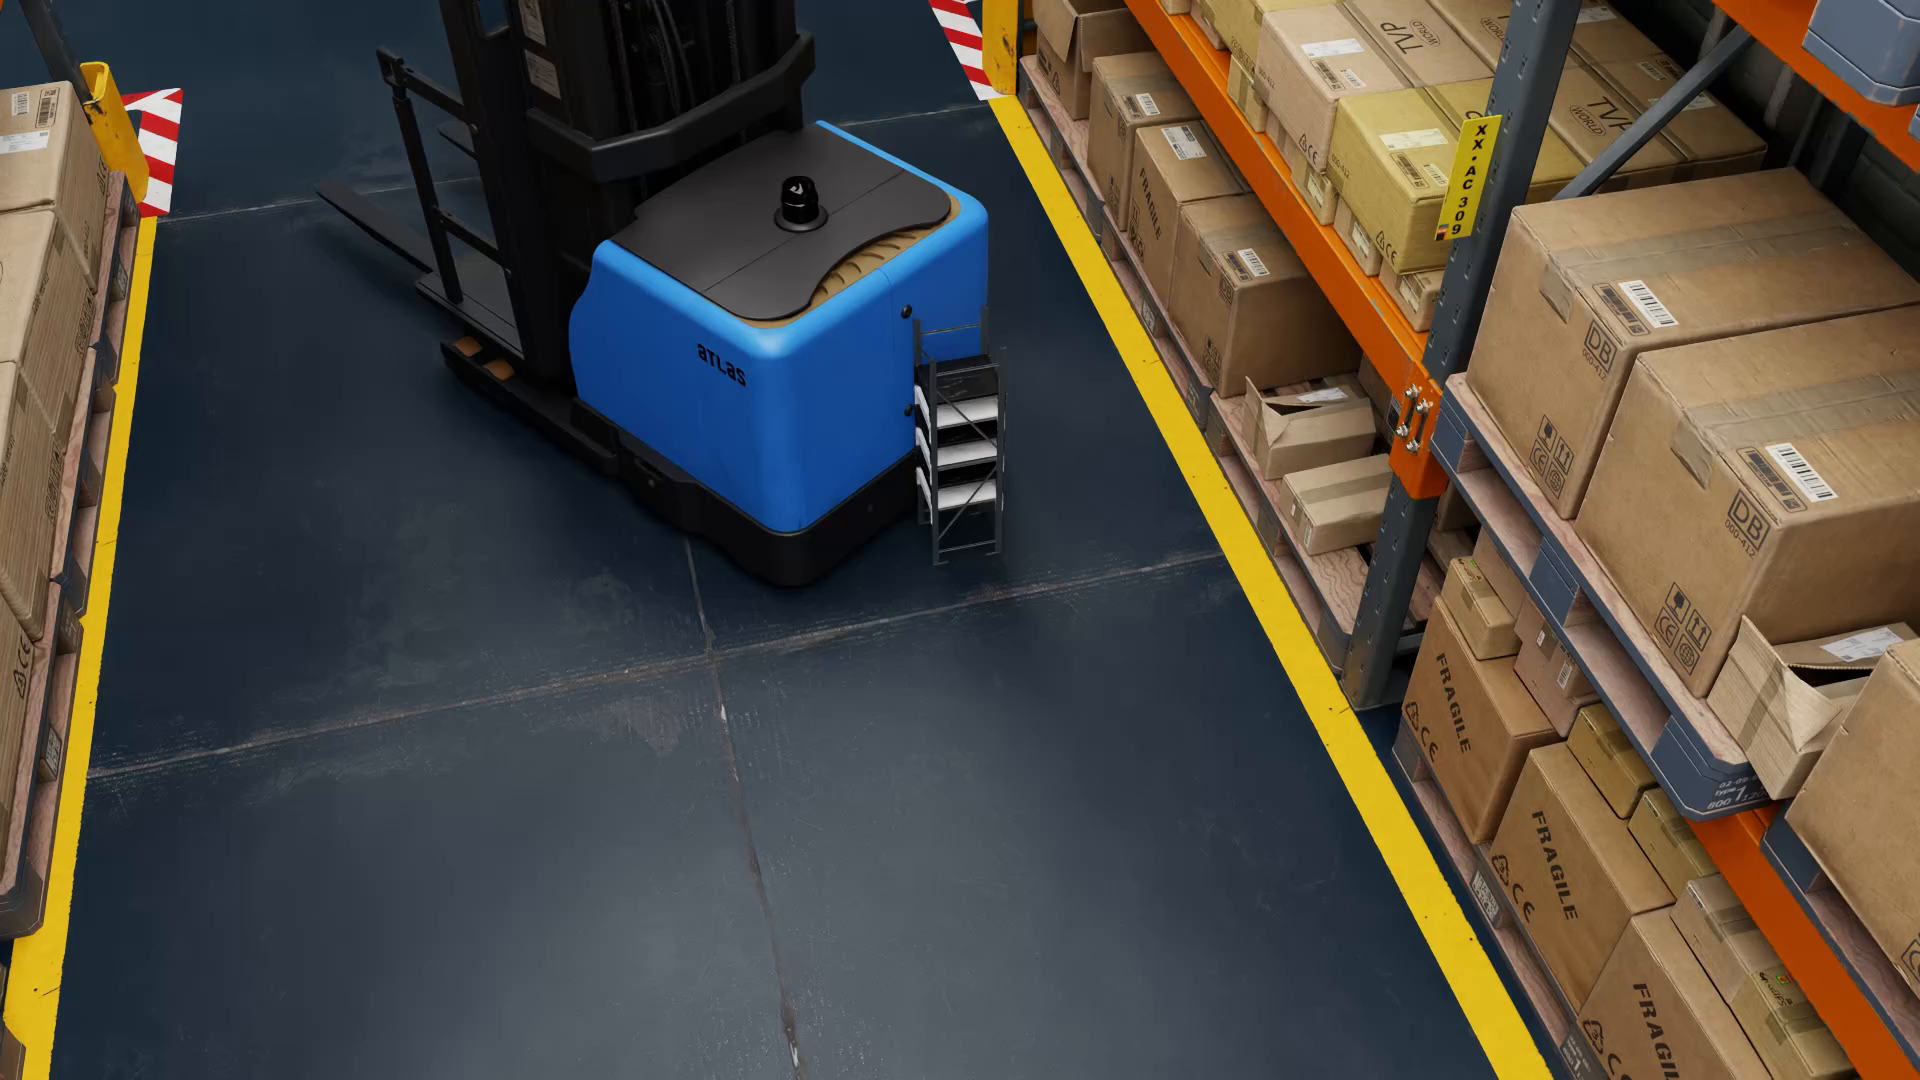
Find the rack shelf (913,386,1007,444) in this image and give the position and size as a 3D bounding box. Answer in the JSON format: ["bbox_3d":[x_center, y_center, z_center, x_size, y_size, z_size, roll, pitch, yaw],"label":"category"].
[{"bbox_3d":[-0.002,-0.423,5.329,0.258,0.077,0.200,-11,47,-10],"label":"rack shelf"}]

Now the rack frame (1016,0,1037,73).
[{"bbox_3d":[0.680,-3.401,6.983,1.000,3.000,0.127,-11,47,-10],"label":"rack frame"}]

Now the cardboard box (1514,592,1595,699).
[{"bbox_3d":[1.652,0.225,4.223,0.380,0.149,0.250,-13,47,-12],"label":"cardboard box"}]

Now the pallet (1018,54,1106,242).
[{"bbox_3d":[0.905,-1.822,7.388,1.003,0.211,1.213,-11,47,-10],"label":"pallet"}]

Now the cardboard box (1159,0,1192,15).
[{"bbox_3d":[0.868,-1.959,5.746,0.380,0.149,0.250,-10,46,-9],"label":"cardboard box"}]

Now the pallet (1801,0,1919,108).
[{"bbox_3d":[1.804,-1.160,2.818,1.213,0.211,1.003,-11,47,-10],"label":"pallet"}]

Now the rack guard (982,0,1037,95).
[{"bbox_3d":[0.700,-2.473,7.824,1.175,0.500,0.348,-11,47,-10],"label":"rack guard"}]

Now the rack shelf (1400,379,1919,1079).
[{"bbox_3d":[2.217,0.993,3.180,1.077,0.370,4.000,-11,47,-10],"label":"rack shelf"}]

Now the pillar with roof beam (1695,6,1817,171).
[{"bbox_3d":[-1.764,-2.597,1.995,9.100,9.000,0.400,-11,47,-10],"label":"pillar with roof beam"}]

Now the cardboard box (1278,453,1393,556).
[{"bbox_3d":[1.278,-0.119,5.469,0.380,0.149,0.250,-12,47,-12],"label":"cardboard box"}]

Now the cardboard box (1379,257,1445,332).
[{"bbox_3d":[1.379,-0.725,4.536,0.380,0.149,0.250,-10,46,-10],"label":"cardboard box"}]

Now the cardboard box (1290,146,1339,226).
[{"bbox_3d":[1.201,-1.076,4.880,0.380,0.149,0.250,-10,46,-9],"label":"cardboard box"}]

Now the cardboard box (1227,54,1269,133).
[{"bbox_3d":[1.068,-1.433,5.230,0.380,0.149,0.250,-11,47,-11],"label":"cardboard box"}]

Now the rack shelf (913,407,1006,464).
[{"bbox_3d":[-0.002,-0.360,5.394,0.258,0.077,0.200,-11,47,-10],"label":"rack shelf"}]

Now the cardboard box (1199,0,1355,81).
[{"bbox_3d":[1.081,-1.688,5.200,0.500,0.250,0.500,-11,47,-11],"label":"cardboard box"}]

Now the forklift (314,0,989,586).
[{"bbox_3d":[-1.325,-1.792,5.454,3.031,2.935,1.130,33,54,28],"label":"forklift"}]

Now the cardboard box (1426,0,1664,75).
[{"bbox_3d":[1.704,-1.427,4.945,0.500,0.250,0.500,-11,47,-11],"label":"cardboard box"}]

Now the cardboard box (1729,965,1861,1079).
[{"bbox_3d":[1.934,1.048,3.625,0.380,0.149,0.250,-9,46,-9],"label":"cardboard box"}]

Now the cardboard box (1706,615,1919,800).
[{"bbox_3d":[1.689,0.290,3.165,0.396,0.266,0.258,-9,46,-8],"label":"cardboard box"}]

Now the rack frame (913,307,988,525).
[{"bbox_3d":[-0.028,-0.391,5.503,0.240,0.900,0.006,-11,47,-10],"label":"rack frame"}]

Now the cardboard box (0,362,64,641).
[{"bbox_3d":[-3.380,-0.050,5.199,0.875,0.438,0.875,-12,47,-11],"label":"cardboard box"}]

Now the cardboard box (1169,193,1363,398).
[{"bbox_3d":[1.192,-0.919,6.007,0.700,0.500,0.500,-12,47,-12],"label":"cardboard box"}]

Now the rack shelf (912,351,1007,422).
[{"bbox_3d":[-0.002,-0.486,5.265,0.258,0.077,0.200,-11,47,-10],"label":"rack shelf"}]

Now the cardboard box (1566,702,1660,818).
[{"bbox_3d":[1.762,0.510,4.152,0.380,0.149,0.250,-13,47,-12],"label":"cardboard box"}]

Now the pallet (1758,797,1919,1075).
[{"bbox_3d":[2.226,0.848,2.953,1.003,0.211,1.213,-11,47,-10],"label":"pallet"}]

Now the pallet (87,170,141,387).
[{"bbox_3d":[-3.836,-0.977,6.560,1.003,0.211,1.213,-11,47,-10],"label":"pallet"}]

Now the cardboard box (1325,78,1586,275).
[{"bbox_3d":[1.338,-0.998,4.524,0.500,0.250,0.500,-10,46,-9],"label":"cardboard box"}]

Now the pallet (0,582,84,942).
[{"bbox_3d":[-3.212,0.708,4.909,1.003,0.211,1.213,-11,47,-10],"label":"pallet"}]

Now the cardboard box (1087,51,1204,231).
[{"bbox_3d":[0.927,-1.636,6.709,0.700,0.500,0.500,-9,46,-9],"label":"cardboard box"}]

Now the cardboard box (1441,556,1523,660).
[{"bbox_3d":[1.539,0.158,4.497,0.380,0.149,0.250,-9,46,-8],"label":"cardboard box"}]

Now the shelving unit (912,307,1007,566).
[{"bbox_3d":[-0.002,-0.321,5.434,0.258,0.900,0.210,-11,47,-10],"label":"shelving unit"}]

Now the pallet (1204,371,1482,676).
[{"bbox_3d":[1.530,-0.137,5.737,1.003,0.211,1.213,-11,47,-10],"label":"pallet"}]

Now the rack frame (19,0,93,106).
[{"bbox_3d":[-4.117,-2.491,6.091,1.000,3.000,0.127,-11,47,-10],"label":"rack frame"}]

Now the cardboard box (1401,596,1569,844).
[{"bbox_3d":[1.611,0.464,4.651,0.500,0.500,0.500,-9,46,-9],"label":"cardboard box"}]

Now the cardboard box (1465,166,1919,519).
[{"bbox_3d":[1.612,-0.446,3.723,0.700,0.500,0.500,-10,46,-9],"label":"cardboard box"}]
